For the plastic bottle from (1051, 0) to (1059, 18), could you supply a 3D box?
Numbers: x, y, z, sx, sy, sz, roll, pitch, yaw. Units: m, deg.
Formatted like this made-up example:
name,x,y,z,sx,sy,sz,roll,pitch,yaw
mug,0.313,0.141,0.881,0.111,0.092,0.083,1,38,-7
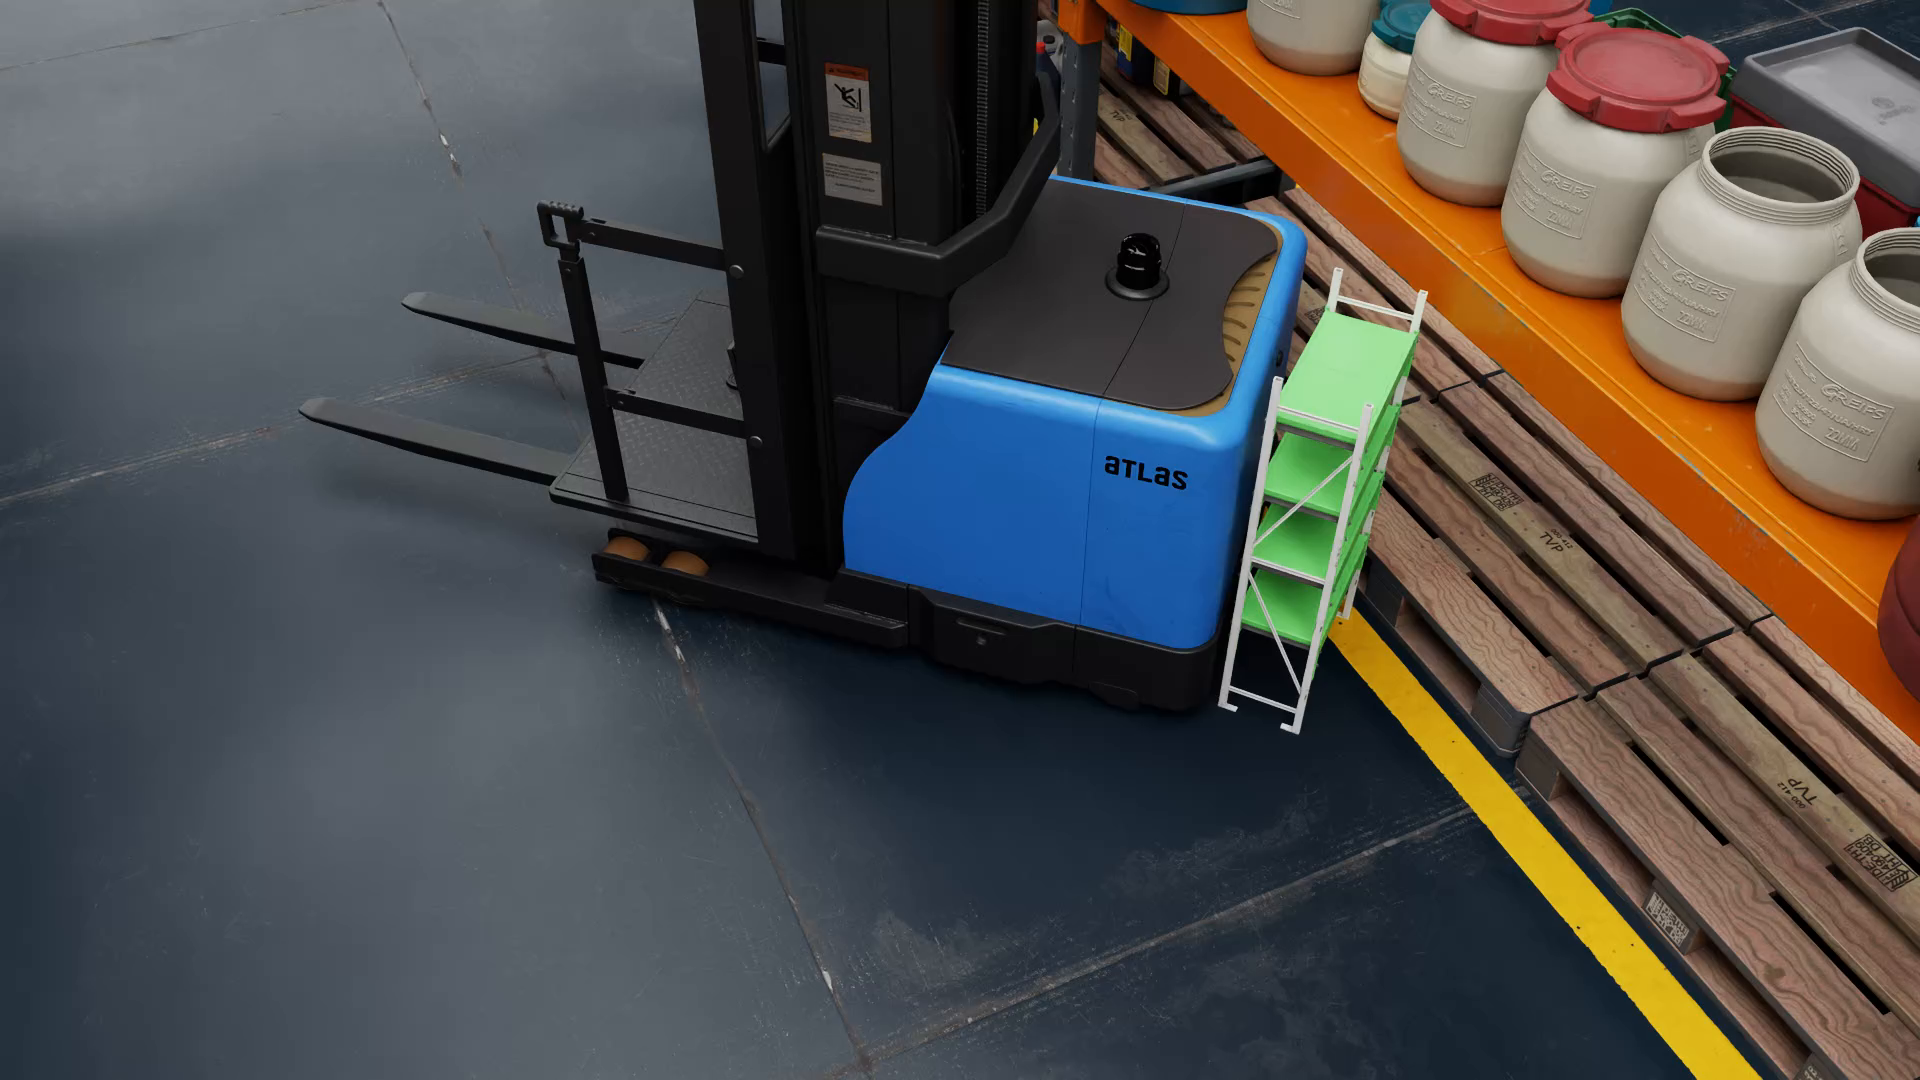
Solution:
name,x,y,z,sx,sy,sz,roll,pitch,yaw
plastic bottle,0.486,-2.402,7.175,0.152,0.276,0.135,-18,47,-17

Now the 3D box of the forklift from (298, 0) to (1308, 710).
name,x,y,z,sx,sy,sz,roll,pitch,yaw
forklift,-0.593,-1.184,4.363,3.031,2.935,1.130,13,46,13

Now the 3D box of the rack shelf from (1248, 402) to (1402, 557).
name,x,y,z,sx,sy,sz,roll,pitch,yaw
rack shelf,0.957,-0.199,4.346,0.258,0.148,0.480,19,48,18

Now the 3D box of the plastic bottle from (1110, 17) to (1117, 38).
name,x,y,z,sx,sy,sz,roll,pitch,yaw
plastic bottle,0.693,-2.272,7.047,0.097,0.271,0.097,0,45,0

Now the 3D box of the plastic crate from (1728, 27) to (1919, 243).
name,x,y,z,sx,sy,sz,roll,pitch,yaw
plastic crate,2.111,-0.841,3.921,0.402,0.464,0.583,-18,47,-17

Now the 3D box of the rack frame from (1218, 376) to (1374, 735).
name,x,y,z,sx,sy,sz,roll,pitch,yaw
rack frame,0.851,0.081,4.314,0.240,1.200,0.015,19,48,18

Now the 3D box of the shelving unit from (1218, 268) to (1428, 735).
name,x,y,z,sx,sy,sz,roll,pitch,yaw
shelving unit,0.957,-0.073,4.470,0.258,1.200,0.503,19,48,18

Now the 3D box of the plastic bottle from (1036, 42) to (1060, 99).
name,x,y,z,sx,sy,sz,roll,pitch,yaw
plastic bottle,0.299,-1.786,6.497,0.144,0.351,0.185,-19,48,-18

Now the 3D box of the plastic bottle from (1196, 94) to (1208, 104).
name,x,y,z,sx,sy,sz,roll,pitch,yaw
plastic bottle,1.009,-1.870,6.688,0.097,0.201,0.097,0,45,0

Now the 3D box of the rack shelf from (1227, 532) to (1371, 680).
name,x,y,z,sx,sy,sz,roll,pitch,yaw
rack shelf,0.957,0.143,4.684,0.258,0.148,0.480,19,48,18

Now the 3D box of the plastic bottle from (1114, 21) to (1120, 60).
name,x,y,z,sx,sy,sz,roll,pitch,yaw
plastic bottle,0.697,-2.126,6.898,0.097,0.271,0.097,0,45,0

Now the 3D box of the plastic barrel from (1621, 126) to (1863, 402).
name,x,y,z,sx,sy,sz,roll,pitch,yaw
plastic barrel,1.709,-0.599,3.641,0.421,0.512,0.421,0,45,0

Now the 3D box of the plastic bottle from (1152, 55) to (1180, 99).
name,x,y,z,sx,sy,sz,roll,pitch,yaw
plastic bottle,0.837,-1.935,6.696,0.061,0.283,0.133,-18,47,-17

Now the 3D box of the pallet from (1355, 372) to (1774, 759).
name,x,y,z,sx,sy,sz,roll,pitch,yaw
pallet,1.713,0.013,5.086,1.003,0.211,1.213,-18,47,-17

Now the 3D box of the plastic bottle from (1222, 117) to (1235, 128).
name,x,y,z,sx,sy,sz,roll,pitch,yaw
plastic bottle,1.095,-1.765,6.532,0.097,0.271,0.097,0,45,0

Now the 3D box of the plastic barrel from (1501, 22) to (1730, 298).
name,x,y,z,sx,sy,sz,roll,pitch,yaw
plastic barrel,1.525,-0.878,3.907,0.433,0.535,0.433,0,45,0

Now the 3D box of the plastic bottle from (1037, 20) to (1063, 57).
name,x,y,z,sx,sy,sz,roll,pitch,yaw
plastic bottle,0.342,-1.941,6.708,0.152,0.276,0.135,-18,47,-17

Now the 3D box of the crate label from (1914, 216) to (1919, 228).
name,x,y,z,sx,sy,sz,roll,pitch,yaw
crate label,2.340,-0.424,3.518,0.502,0.435,0.616,-18,47,-17

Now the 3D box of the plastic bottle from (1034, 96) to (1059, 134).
name,x,y,z,sx,sy,sz,roll,pitch,yaw
plastic bottle,0.329,-1.646,6.403,0.061,0.283,0.133,-16,47,-15

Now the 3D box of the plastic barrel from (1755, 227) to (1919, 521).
name,x,y,z,sx,sy,sz,roll,pitch,yaw
plastic barrel,1.886,-0.330,3.369,0.421,0.512,0.421,0,45,0

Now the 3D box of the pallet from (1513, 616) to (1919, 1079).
name,x,y,z,sx,sy,sz,roll,pitch,yaw
pallet,2.222,0.790,4.300,1.003,0.211,1.213,-18,47,-17

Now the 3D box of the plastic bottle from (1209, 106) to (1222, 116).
name,x,y,z,sx,sy,sz,roll,pitch,yaw
plastic bottle,1.052,-1.805,6.622,0.097,0.201,0.097,0,45,0

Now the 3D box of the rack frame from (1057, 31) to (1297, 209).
name,x,y,z,sx,sy,sz,roll,pitch,yaw
rack frame,0.831,-2.247,5.392,1.000,3.000,0.127,-18,47,-17

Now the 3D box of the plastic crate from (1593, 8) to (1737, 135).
name,x,y,z,sx,sy,sz,roll,pitch,yaw
plastic crate,1.819,-1.145,4.426,0.450,0.188,0.662,-18,47,-17

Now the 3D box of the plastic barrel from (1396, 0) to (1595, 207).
name,x,y,z,sx,sy,sz,roll,pitch,yaw
plastic barrel,1.343,-1.153,4.186,0.433,0.535,0.433,0,45,0

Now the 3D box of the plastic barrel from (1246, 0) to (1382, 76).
name,x,y,z,sx,sy,sz,roll,pitch,yaw
plastic barrel,1.034,-1.621,4.660,0.433,0.535,0.433,0,45,0

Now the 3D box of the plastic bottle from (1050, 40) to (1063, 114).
name,x,y,z,sx,sy,sz,roll,pitch,yaw
plastic bottle,0.429,-1.828,6.540,0.144,0.351,0.185,-18,47,-17

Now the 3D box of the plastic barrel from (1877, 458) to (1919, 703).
name,x,y,z,sx,sy,sz,roll,pitch,yaw
plastic barrel,2.043,0.047,2.969,0.600,0.536,0.708,-18,47,-17

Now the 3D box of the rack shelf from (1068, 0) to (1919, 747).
name,x,y,z,sx,sy,sz,roll,pitch,yaw
rack shelf,1.672,-0.716,4.353,1.077,0.370,4.000,-18,47,-17

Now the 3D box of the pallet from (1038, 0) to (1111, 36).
name,x,y,z,sx,sy,sz,roll,pitch,yaw
pallet,0.069,-2.473,7.606,1.003,0.211,1.213,-18,47,-17

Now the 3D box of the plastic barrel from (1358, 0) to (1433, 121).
name,x,y,z,sx,sy,sz,roll,pitch,yaw
plastic barrel,1.248,-1.309,4.539,0.301,0.262,0.301,0,45,0

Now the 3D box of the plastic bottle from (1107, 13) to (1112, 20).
name,x,y,z,sx,sy,sz,roll,pitch,yaw
plastic bottle,0.691,-2.352,7.177,0.097,0.201,0.097,0,45,0

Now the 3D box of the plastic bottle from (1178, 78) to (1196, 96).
name,x,y,z,sx,sy,sz,roll,pitch,yaw
plastic bottle,0.934,-1.965,6.731,0.152,0.276,0.135,-16,47,-16

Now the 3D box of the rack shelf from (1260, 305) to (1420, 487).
name,x,y,z,sx,sy,sz,roll,pitch,yaw
rack shelf,0.957,-0.370,4.178,0.258,0.148,0.480,19,48,18

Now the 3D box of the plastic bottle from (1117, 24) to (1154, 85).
name,x,y,z,sx,sy,sz,roll,pitch,yaw
plastic bottle,0.737,-2.055,6.770,0.144,0.351,0.185,-18,47,-17

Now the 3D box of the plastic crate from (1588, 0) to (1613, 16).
name,x,y,z,sx,sy,sz,roll,pitch,yaw
plastic crate,1.577,-1.630,4.778,0.392,0.384,0.575,-18,47,-17

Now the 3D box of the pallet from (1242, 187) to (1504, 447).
name,x,y,z,sx,sy,sz,roll,pitch,yaw
pallet,1.196,-0.765,5.875,1.003,0.211,1.213,-18,47,-17

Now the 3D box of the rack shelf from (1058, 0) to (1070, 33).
name,x,y,z,sx,sy,sz,roll,pitch,yaw
rack shelf,-0.010,-3.265,6.936,1.077,0.370,4.000,-18,47,-17

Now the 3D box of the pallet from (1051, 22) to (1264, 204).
name,x,y,z,sx,sy,sz,roll,pitch,yaw
pallet,0.586,-1.695,6.817,1.003,0.211,1.213,-18,47,-17

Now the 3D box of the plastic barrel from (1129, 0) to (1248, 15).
name,x,y,z,sx,sy,sz,roll,pitch,yaw
plastic barrel,0.718,-2.090,4.875,0.600,0.901,0.708,-18,47,-17

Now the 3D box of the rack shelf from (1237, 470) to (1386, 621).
name,x,y,z,sx,sy,sz,roll,pitch,yaw
rack shelf,0.957,-0.028,4.515,0.258,0.148,0.480,19,48,18

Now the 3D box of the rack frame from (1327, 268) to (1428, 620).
name,x,y,z,sx,sy,sz,roll,pitch,yaw
rack frame,1.064,-0.228,4.626,0.240,1.200,0.015,19,48,18
